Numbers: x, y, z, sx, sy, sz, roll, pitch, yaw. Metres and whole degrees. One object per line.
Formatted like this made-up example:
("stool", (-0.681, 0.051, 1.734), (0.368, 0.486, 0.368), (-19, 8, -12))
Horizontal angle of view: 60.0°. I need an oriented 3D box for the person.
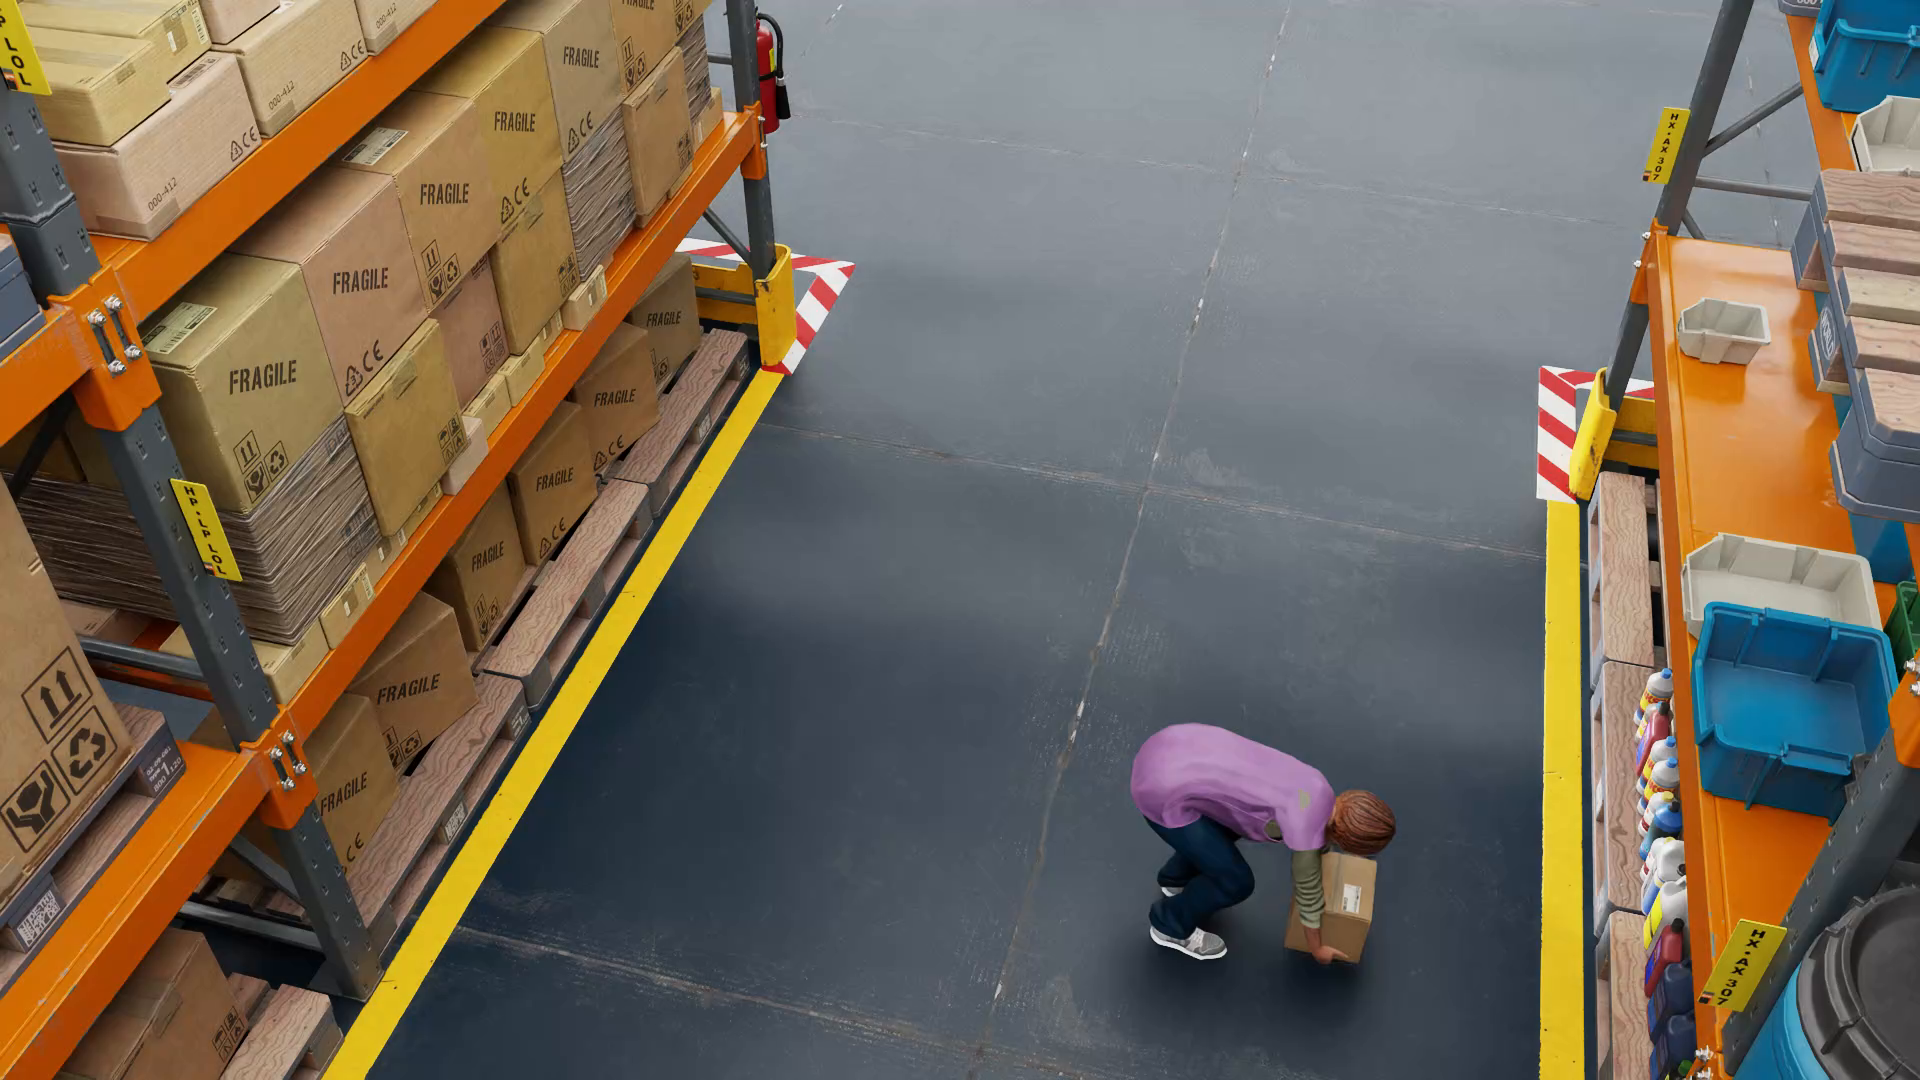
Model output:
("person", (0.982, 1.037, 5.533), (0.847, 0.887, 0.355), (8, 42, 9))
